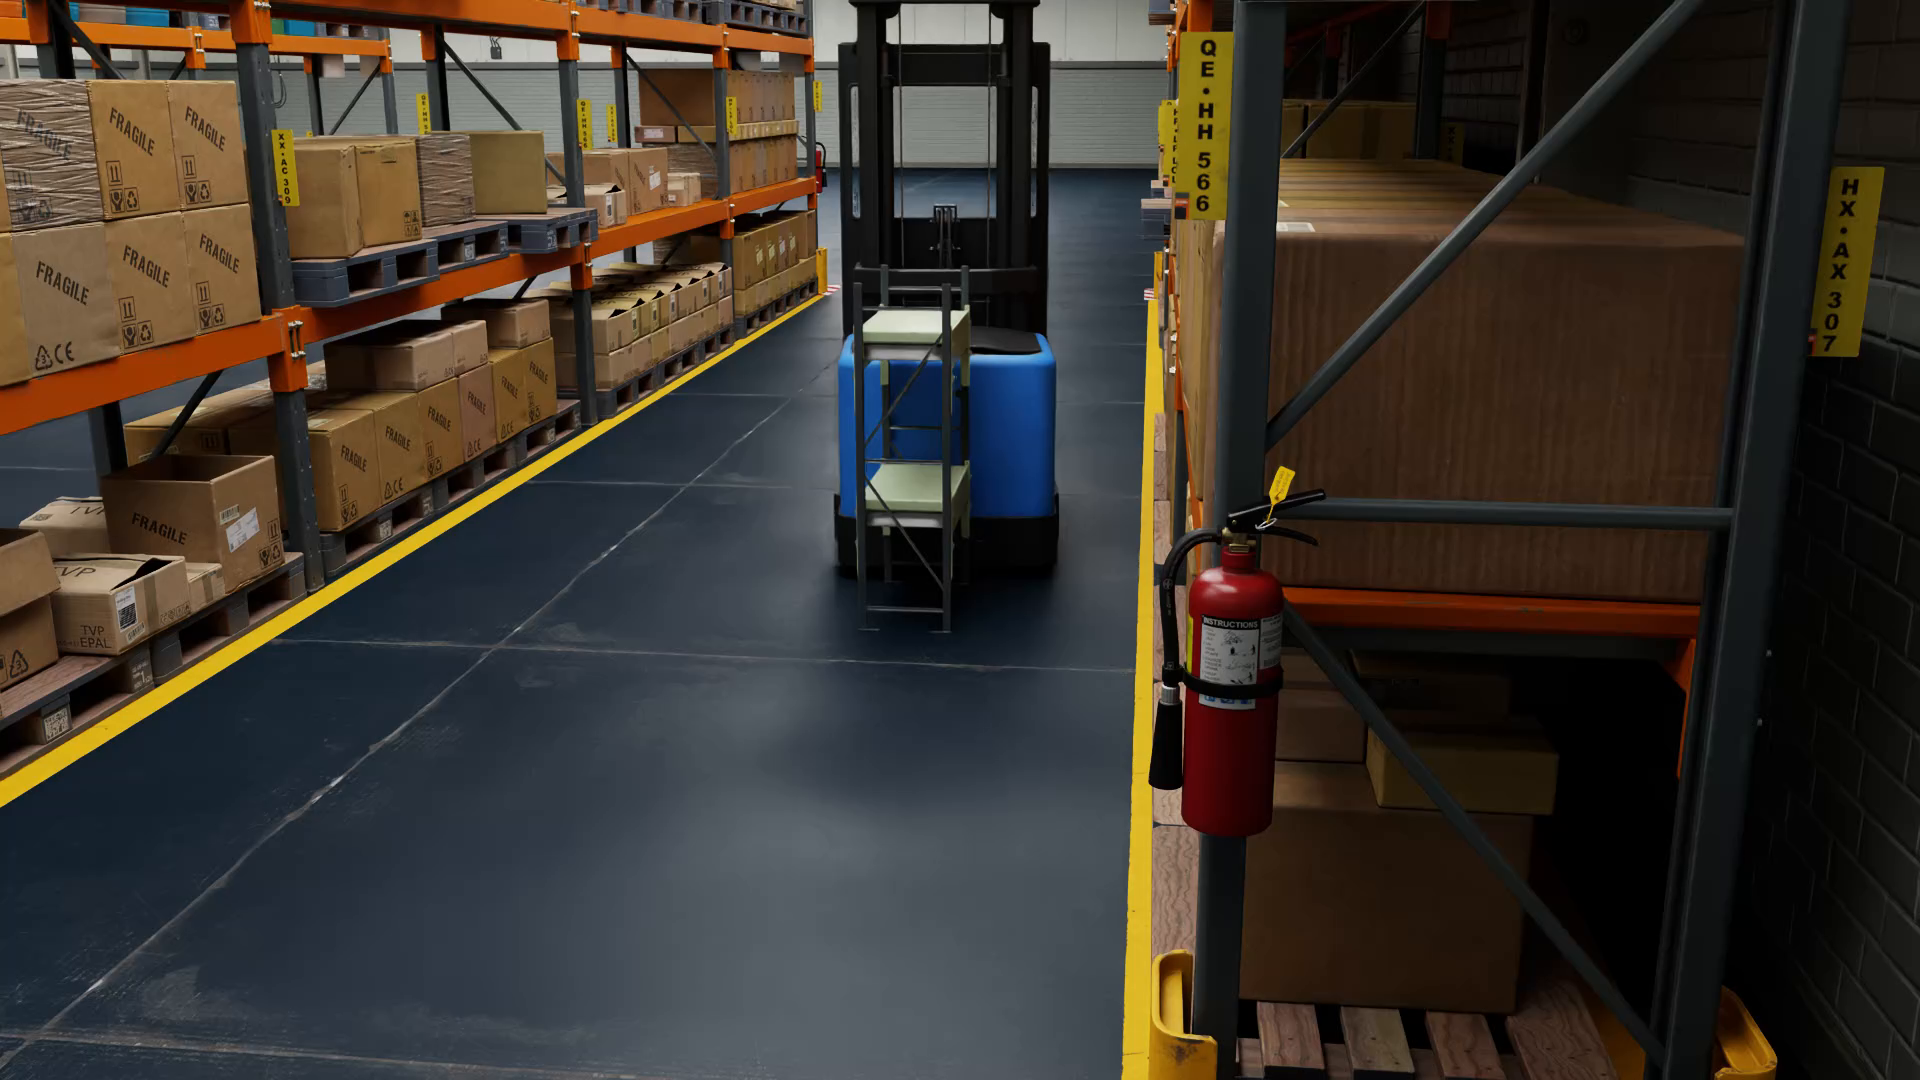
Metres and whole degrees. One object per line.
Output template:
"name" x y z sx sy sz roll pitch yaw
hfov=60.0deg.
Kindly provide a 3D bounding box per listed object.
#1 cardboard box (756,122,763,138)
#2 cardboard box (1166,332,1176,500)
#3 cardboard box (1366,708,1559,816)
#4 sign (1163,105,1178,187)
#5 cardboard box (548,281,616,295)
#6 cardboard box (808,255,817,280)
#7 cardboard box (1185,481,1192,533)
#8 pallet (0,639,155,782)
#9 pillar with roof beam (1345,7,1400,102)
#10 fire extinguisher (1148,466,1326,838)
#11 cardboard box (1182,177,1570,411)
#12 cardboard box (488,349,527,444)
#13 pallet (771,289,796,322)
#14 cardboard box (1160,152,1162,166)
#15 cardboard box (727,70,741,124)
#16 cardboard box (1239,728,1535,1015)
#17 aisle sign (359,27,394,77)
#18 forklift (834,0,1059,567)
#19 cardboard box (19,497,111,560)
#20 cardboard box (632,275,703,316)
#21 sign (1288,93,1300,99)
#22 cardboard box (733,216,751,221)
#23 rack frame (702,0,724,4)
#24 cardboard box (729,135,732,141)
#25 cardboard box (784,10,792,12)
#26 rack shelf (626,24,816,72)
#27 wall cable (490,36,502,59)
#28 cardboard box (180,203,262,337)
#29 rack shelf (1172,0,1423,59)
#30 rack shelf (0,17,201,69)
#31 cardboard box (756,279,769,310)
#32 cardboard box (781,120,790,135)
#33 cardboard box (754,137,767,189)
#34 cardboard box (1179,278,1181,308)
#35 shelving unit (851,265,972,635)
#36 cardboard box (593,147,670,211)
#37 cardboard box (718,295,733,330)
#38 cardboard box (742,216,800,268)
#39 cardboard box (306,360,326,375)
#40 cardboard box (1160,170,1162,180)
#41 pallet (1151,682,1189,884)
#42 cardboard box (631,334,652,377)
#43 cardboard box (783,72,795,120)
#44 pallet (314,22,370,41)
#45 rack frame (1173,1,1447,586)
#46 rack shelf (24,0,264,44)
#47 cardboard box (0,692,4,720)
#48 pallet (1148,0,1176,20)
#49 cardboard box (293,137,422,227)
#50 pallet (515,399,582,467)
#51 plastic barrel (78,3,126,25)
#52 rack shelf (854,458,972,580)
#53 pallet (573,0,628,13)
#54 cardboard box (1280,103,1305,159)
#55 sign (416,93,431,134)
"cardboard box" -2.199 -4.127 16.742 0.380 0.149 0.250 2 15 6
"cardboard box" 1.468 -0.647 8.624 0.750 0.750 0.750 2 15 8
"cardboard box" 1.139 0.503 3.798 0.380 0.149 0.250 2 15 7
"sign" 0.886 -1.614 6.817 0.100 0.325 0.005 2 15 6
"cardboard box" -3.060 -1.947 13.504 0.500 0.311 0.500 2 15 8
"cardboard box" -1.909 -3.064 18.711 0.500 0.250 0.500 2 15 6
"cardboard box" 1.020 -0.114 6.080 0.380 0.149 0.250 2 15 8
"pallet" -3.710 0.617 5.976 1.003 0.211 1.213 2 15 6
"pillar with roof beam" -1.393 -5.451 11.583 9.100 9.000 0.400 2 15 6
"fire extinguisher" 0.500 0.201 3.035 0.296 0.674 0.183 2 15 6
"cardboard box" 1.189 -0.706 4.951 0.980 0.700 0.700 1 15 4
"cardboard box" -2.976 -0.884 10.130 0.500 0.500 0.500 1 15 4
"pallet" -2.327 -2.476 17.413 1.003 0.211 1.213 2 15 6
"cardboard box" 2.126 -3.715 15.467 0.500 0.500 0.500 2 15 6
"cardboard box" -2.494 -4.220 15.846 0.700 0.500 0.500 2 15 6
"cardboard box" 0.955 0.777 4.025 0.700 0.500 0.500 2 15 6
"aisle sign" -6.760 -5.748 19.194 0.394 0.787 0.004 2 15 6
"forklift" -0.086 -1.614 9.017 1.130 2.935 3.031 0 15 -1
"cardboard box" -3.758 -0.036 7.358 0.500 0.311 0.500 2 15 6
"cardboard box" -2.465 -2.067 13.950 0.500 0.311 0.500 2 15 6
"sign" 2.881 -3.698 14.373 0.100 0.325 0.005 2 15 6
"cardboard box" -2.522 -3.182 17.709 0.500 0.500 0.500 2 15 6
"rack frame" -2.593 -6.195 14.334 1.000 3.000 0.127 2 15 6
"cardboard box" -2.342 -3.790 15.497 0.380 0.149 0.250 2 15 7
"cardboard box" -2.211 -5.956 17.925 0.797 0.503 0.637 3 15 10
"rack shelf" -2.368 -4.919 16.738 1.077 0.370 4.000 2 15 6
"wall cable" -13.275 -17.672 50.264 2.305 6.003 0.169 2 15 6
"cardboard box" -3.297 -1.135 6.923 0.500 0.500 0.500 2 15 7
"rack shelf" 1.652 -2.699 8.528 1.077 0.370 4.000 2 15 6
"rack shelf" -7.740 -4.028 13.444 1.077 0.370 4.000 2 15 6
"cardboard box" -2.178 -2.416 16.312 0.500 0.250 0.500 2 15 6
"cardboard box" -2.053 -4.459 17.972 0.380 0.149 0.250 1 15 5
"cardboard box" -2.379 -3.863 17.009 0.700 0.500 0.500 2 15 8
"cardboard box" 1.188 -1.130 7.538 0.380 0.149 0.250 2 15 7
"shelving unit" -0.198 -0.420 7.340 0.431 1.500 0.755 2 15 6
"cardboard box" -2.756 -3.012 13.864 0.500 0.500 0.500 3 15 10
"cardboard box" -2.352 -2.059 14.992 0.500 0.250 0.500 2 15 6
"cardboard box" -2.005 -3.166 17.652 0.500 0.500 0.500 2 15 6
"cardboard box" -3.549 -0.757 9.659 0.500 0.500 0.500 1 15 4
"cardboard box" 2.187 -3.483 16.046 0.500 0.250 0.500 2 15 6
"pallet" 1.128 0.779 5.377 1.003 0.211 1.213 2 15 6
"cardboard box" -2.638 -1.395 12.537 0.500 0.250 0.500 1 15 5
"cardboard box" -2.213 -4.877 18.274 0.700 0.500 0.500 2 15 6
"pallet" -7.254 -5.629 18.347 1.003 0.211 1.213 2 15 6
"rack frame" 1.427 -1.079 6.908 1.000 3.000 0.127 2 15 6
"rack shelf" -3.722 -1.806 5.228 1.077 0.370 4.000 2 15 6
"cardboard box" -3.491 0.536 5.358 0.500 0.250 0.500 2 15 6
"pallet" 2.040 -4.086 12.638 1.213 0.211 1.003 2 15 6
"cardboard box" -3.358 -1.935 9.077 0.700 0.500 0.500 -2 15 -8
"pallet" -3.166 -0.723 10.932 1.003 0.211 1.213 2 15 6
"plastic barrel" -7.430 -4.828 14.064 0.600 0.901 0.600 0 15 0
"rack shelf" -0.198 -0.105 7.426 0.431 0.370 0.720 2 15 6
"pallet" -3.057 -3.797 11.574 1.213 0.211 1.003 2 15 9
"cardboard box" 1.225 -1.772 7.231 0.500 0.250 0.500 2 15 8
"sign" -3.596 -2.836 11.186 0.100 0.325 0.005 2 15 6
